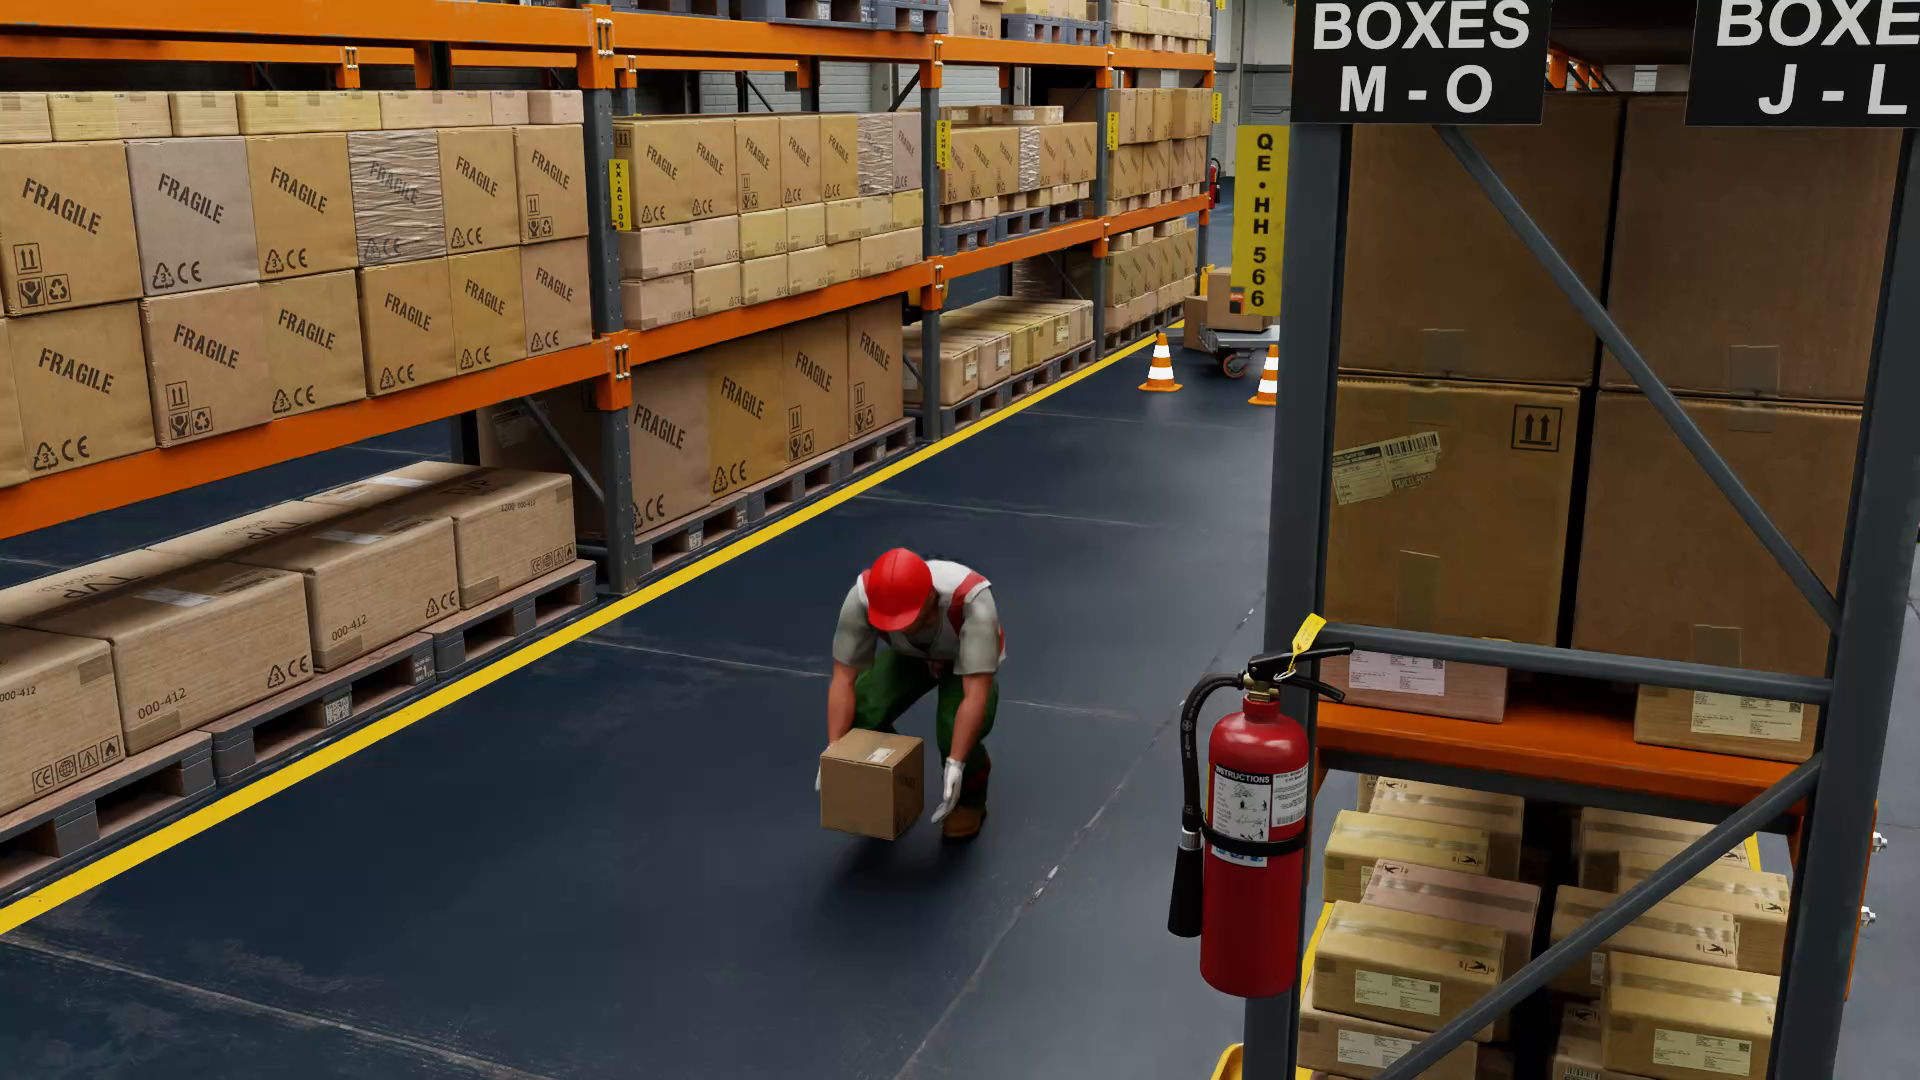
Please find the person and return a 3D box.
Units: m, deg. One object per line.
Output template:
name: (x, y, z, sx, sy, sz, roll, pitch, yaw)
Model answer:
person: (-0.100, 0.478, 5.553, 0.574, 1.093, 0.857, 6, 16, 21)
